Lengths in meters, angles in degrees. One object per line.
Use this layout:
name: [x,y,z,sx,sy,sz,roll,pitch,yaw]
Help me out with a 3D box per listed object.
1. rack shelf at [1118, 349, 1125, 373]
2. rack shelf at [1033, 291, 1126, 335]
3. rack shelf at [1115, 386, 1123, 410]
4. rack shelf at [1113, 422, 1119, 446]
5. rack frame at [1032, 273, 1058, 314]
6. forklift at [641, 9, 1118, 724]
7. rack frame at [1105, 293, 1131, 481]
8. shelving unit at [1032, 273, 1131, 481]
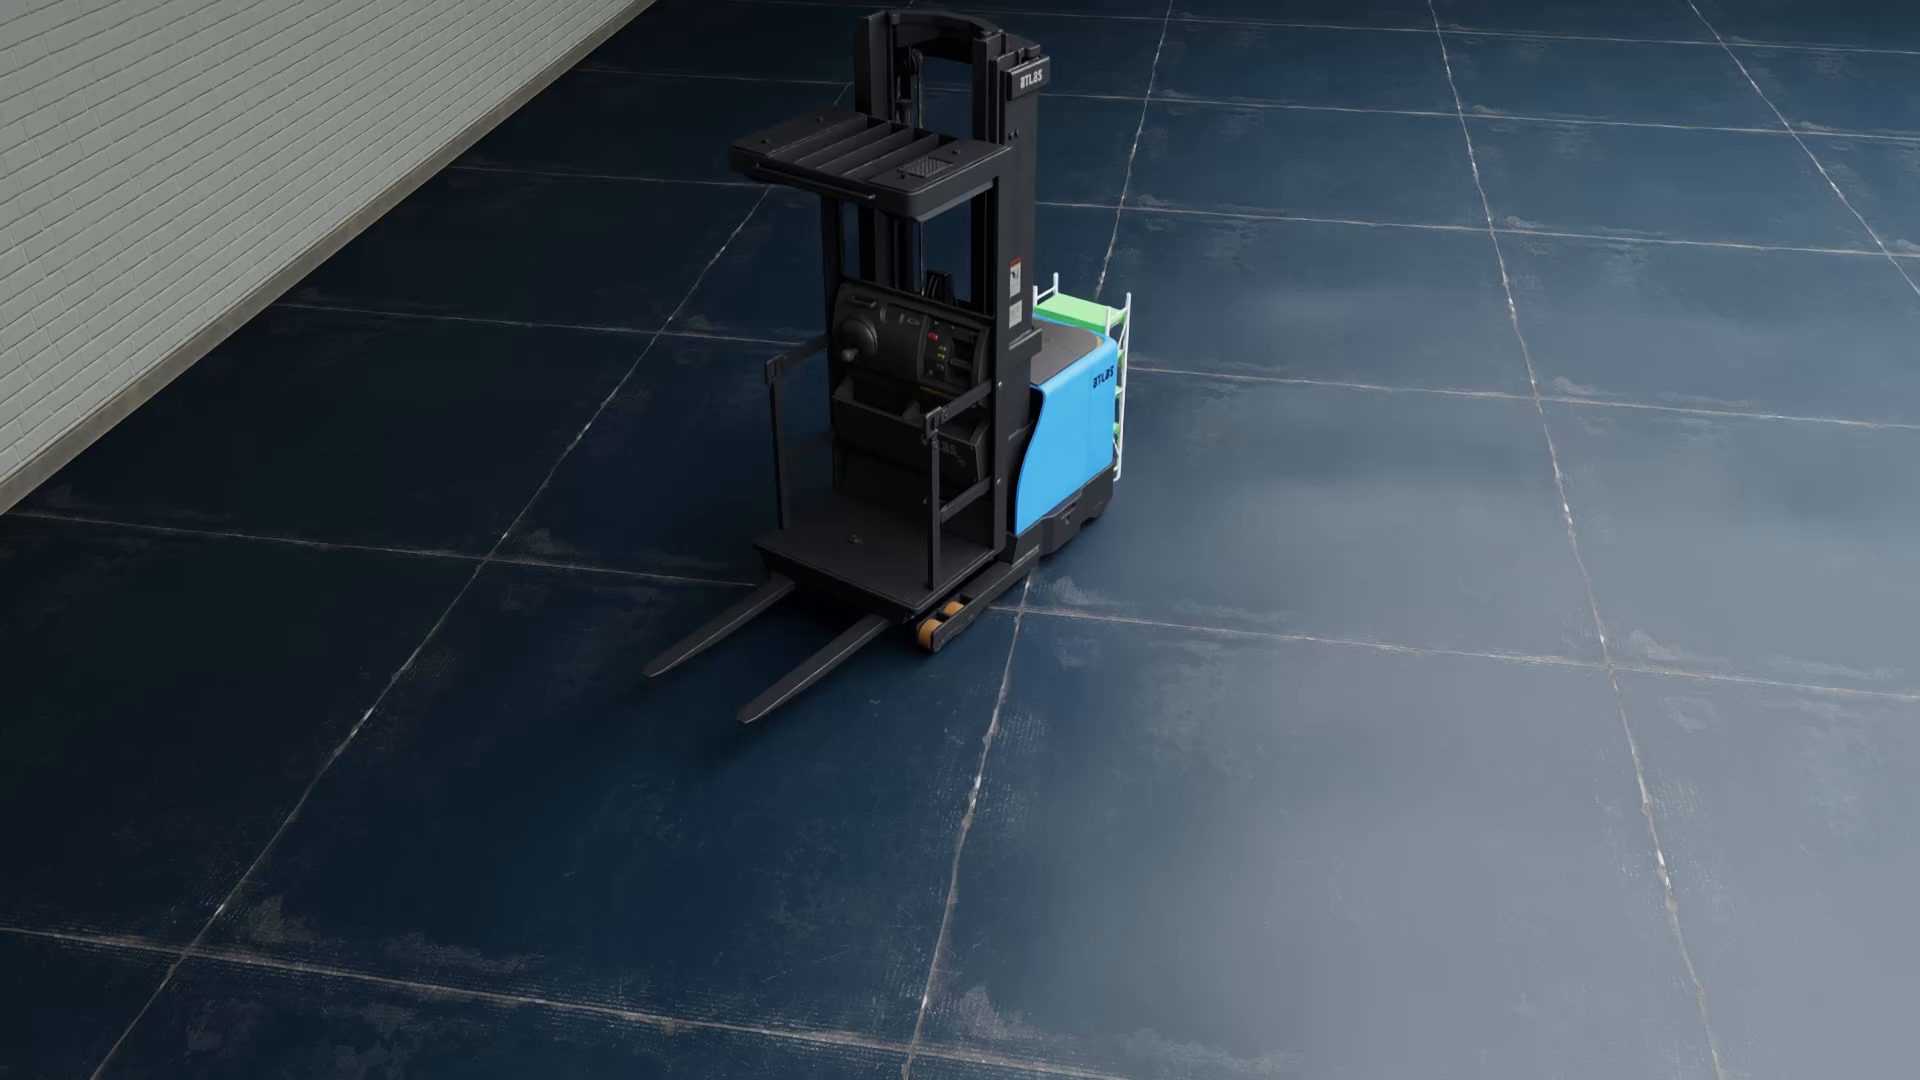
rack shelf: [0.689,-1.059,9.653,0.480,0.148,0.258,21,38,30]
rack shelf: [0.689,-1.262,9.525,0.480,0.148,0.258,21,38,30]
rack shelf: [0.689,-0.855,9.780,0.480,0.148,0.258,21,38,30]
rack shelf: [0.689,-0.652,9.907,0.480,0.148,0.258,21,38,30]
rack frame: [0.491,-0.985,9.867,0.015,1.200,0.240,21,38,30]
forklift: [-0.378,-0.964,8.201,1.130,2.935,3.031,21,38,30]
rack frame: [0.887,-0.834,9.625,0.015,1.200,0.240,21,38,30]
shelving unit: [0.689,-0.910,9.746,0.503,1.200,0.258,21,38,30]
